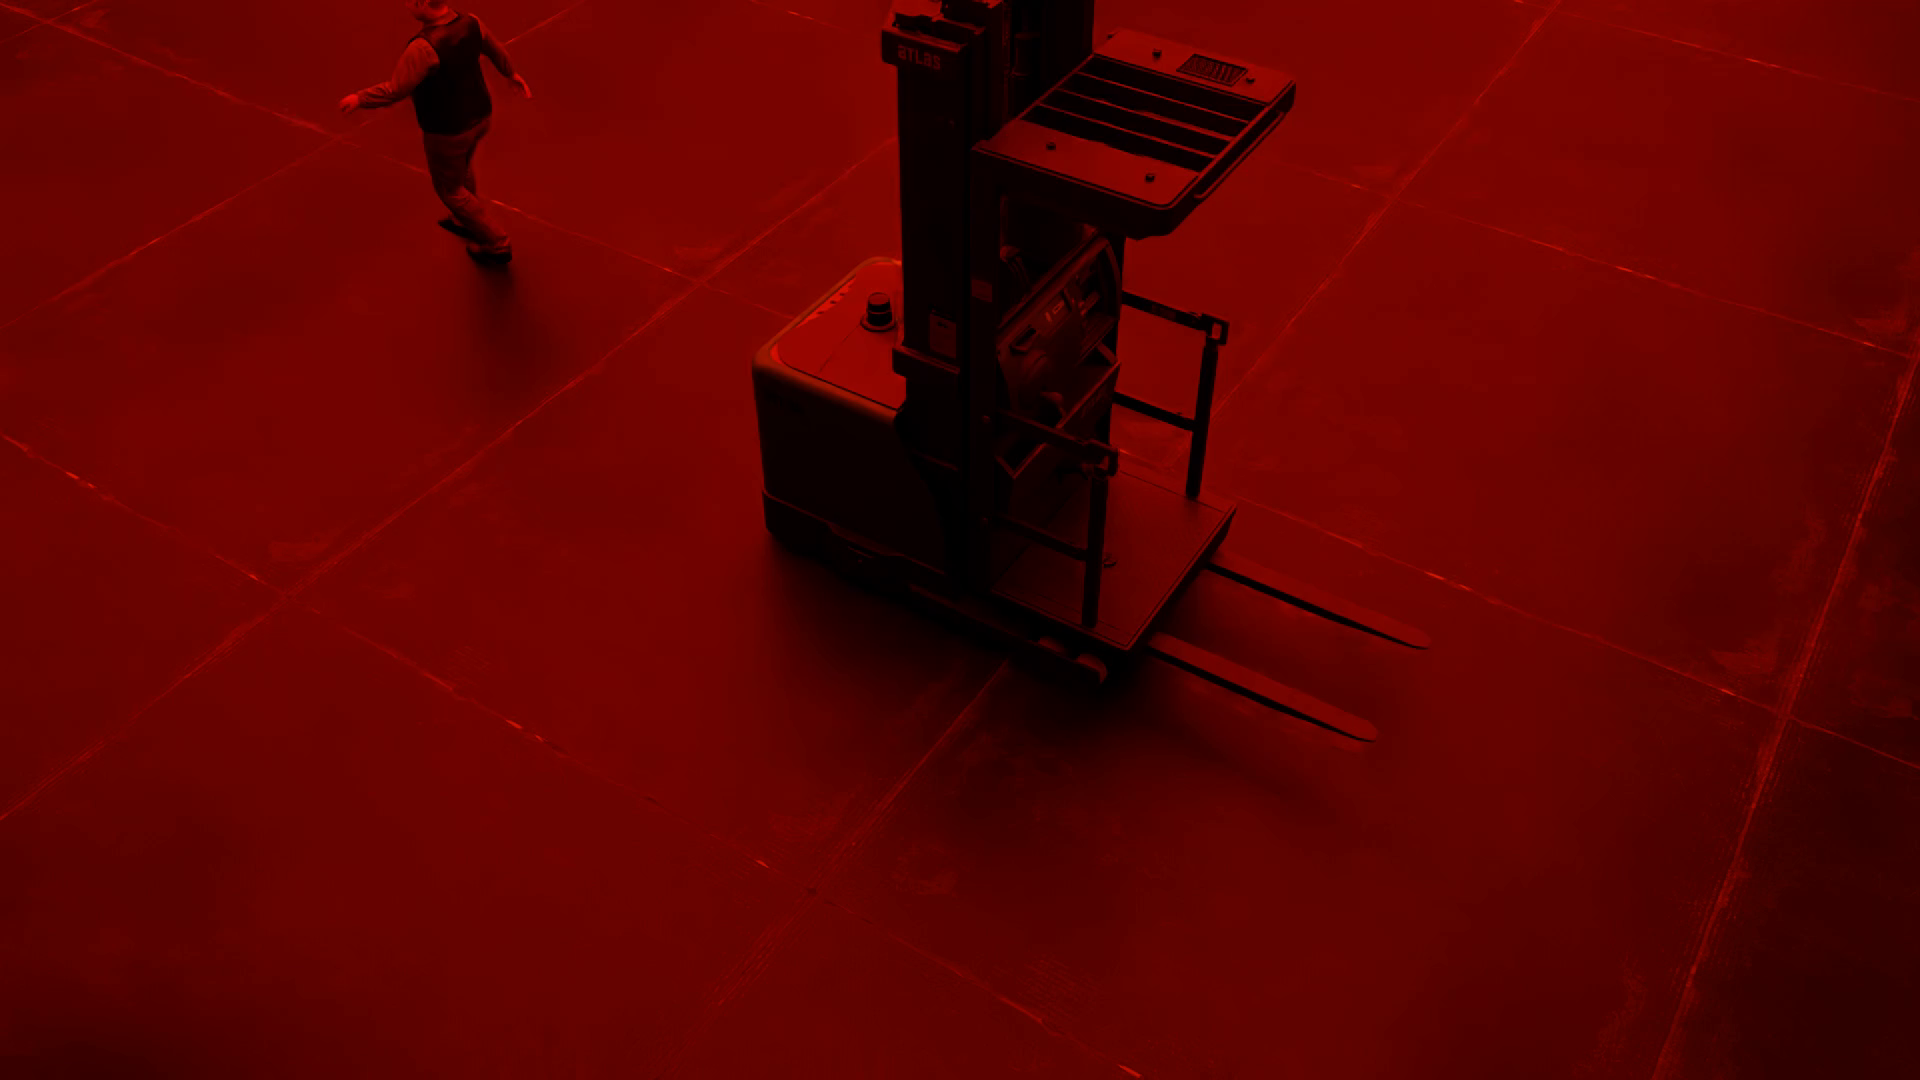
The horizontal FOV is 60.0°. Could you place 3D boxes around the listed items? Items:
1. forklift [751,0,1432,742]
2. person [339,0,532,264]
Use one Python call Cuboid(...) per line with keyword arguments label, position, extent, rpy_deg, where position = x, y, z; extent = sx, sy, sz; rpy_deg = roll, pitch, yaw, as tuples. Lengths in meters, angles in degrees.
Cuboid(label="forklift", position=(0.586, -0.826, 6.720), extent=(3.031, 2.935, 1.130), rpy_deg=(23, 48, 23))
Cuboid(label="person", position=(-2.855, -2.359, 9.257), extent=(0.718, 1.712, 0.967), rpy_deg=(17, 46, 18))
